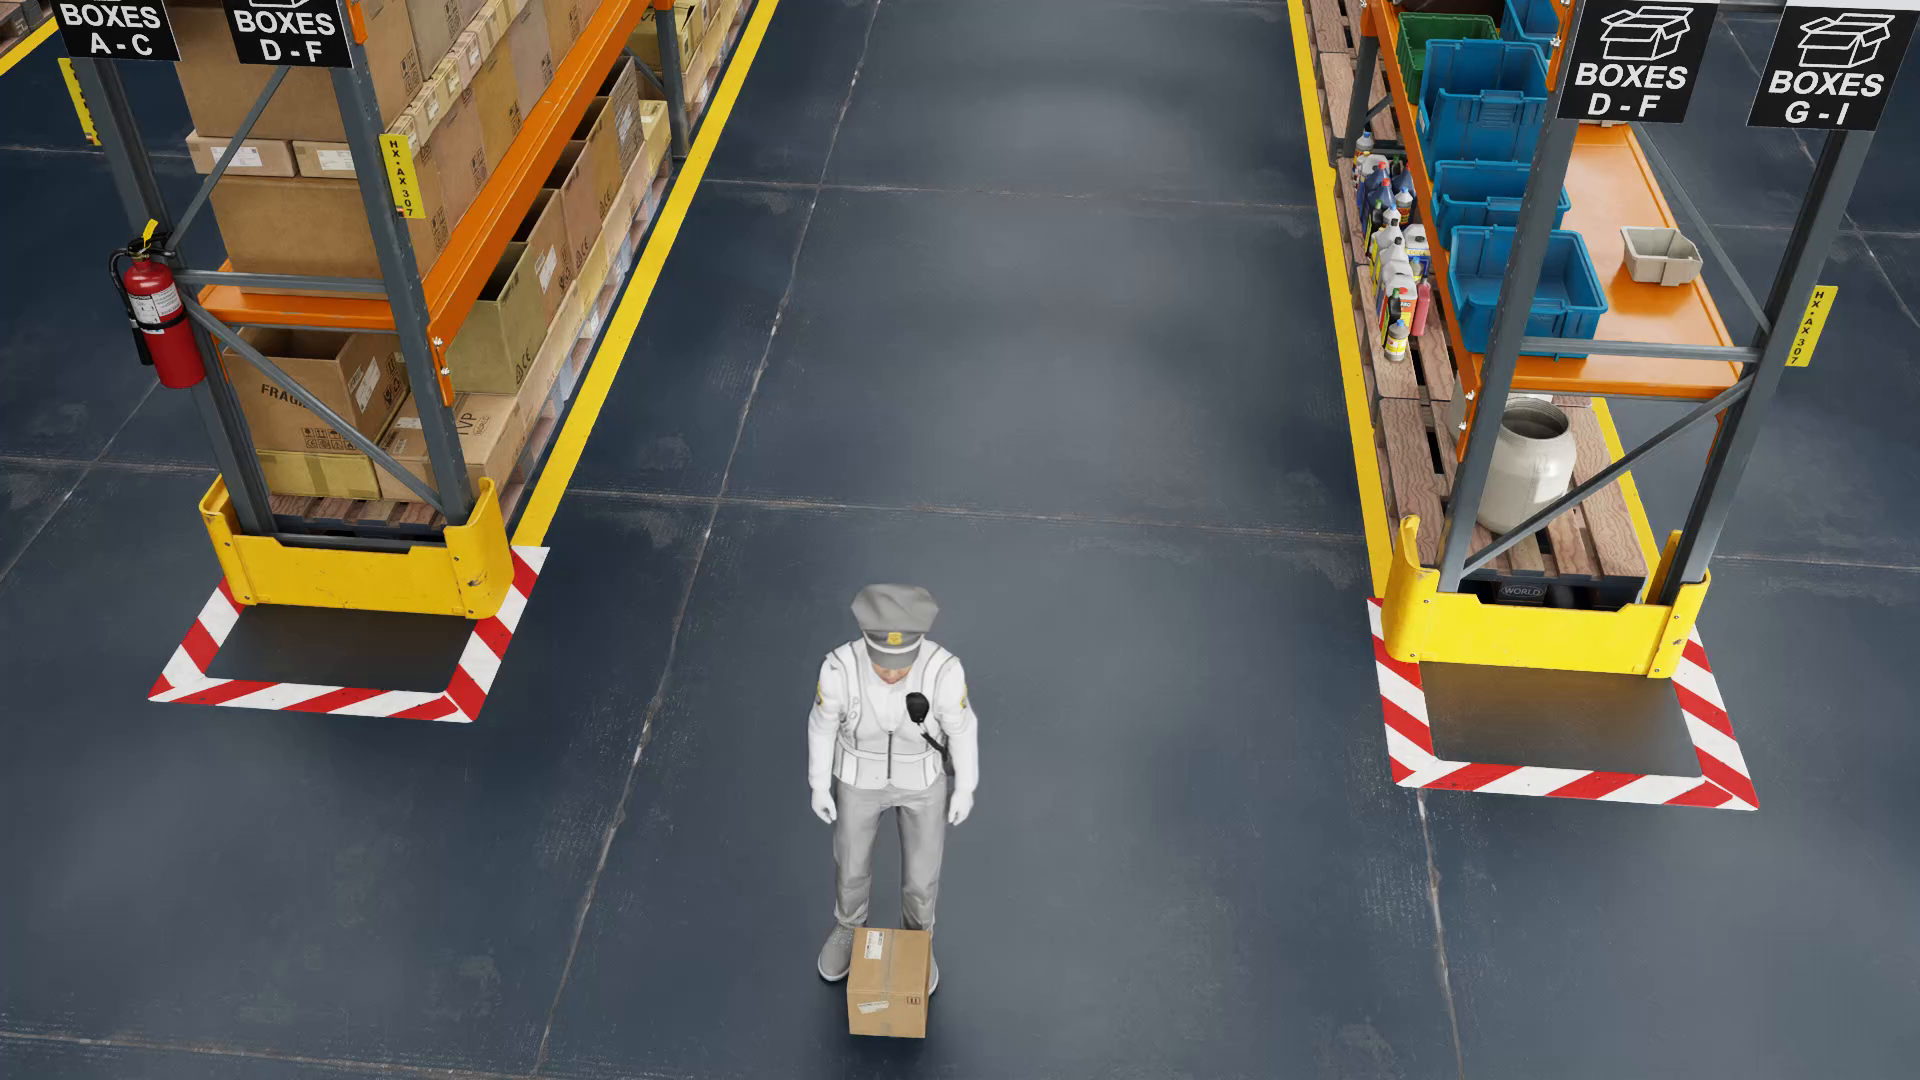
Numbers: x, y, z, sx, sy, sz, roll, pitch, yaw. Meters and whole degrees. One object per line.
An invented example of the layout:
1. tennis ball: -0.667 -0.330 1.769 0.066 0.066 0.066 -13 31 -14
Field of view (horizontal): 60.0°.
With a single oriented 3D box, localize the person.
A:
1. person: -0.214 0.786 5.228 0.543 1.662 0.416 1 40 1
